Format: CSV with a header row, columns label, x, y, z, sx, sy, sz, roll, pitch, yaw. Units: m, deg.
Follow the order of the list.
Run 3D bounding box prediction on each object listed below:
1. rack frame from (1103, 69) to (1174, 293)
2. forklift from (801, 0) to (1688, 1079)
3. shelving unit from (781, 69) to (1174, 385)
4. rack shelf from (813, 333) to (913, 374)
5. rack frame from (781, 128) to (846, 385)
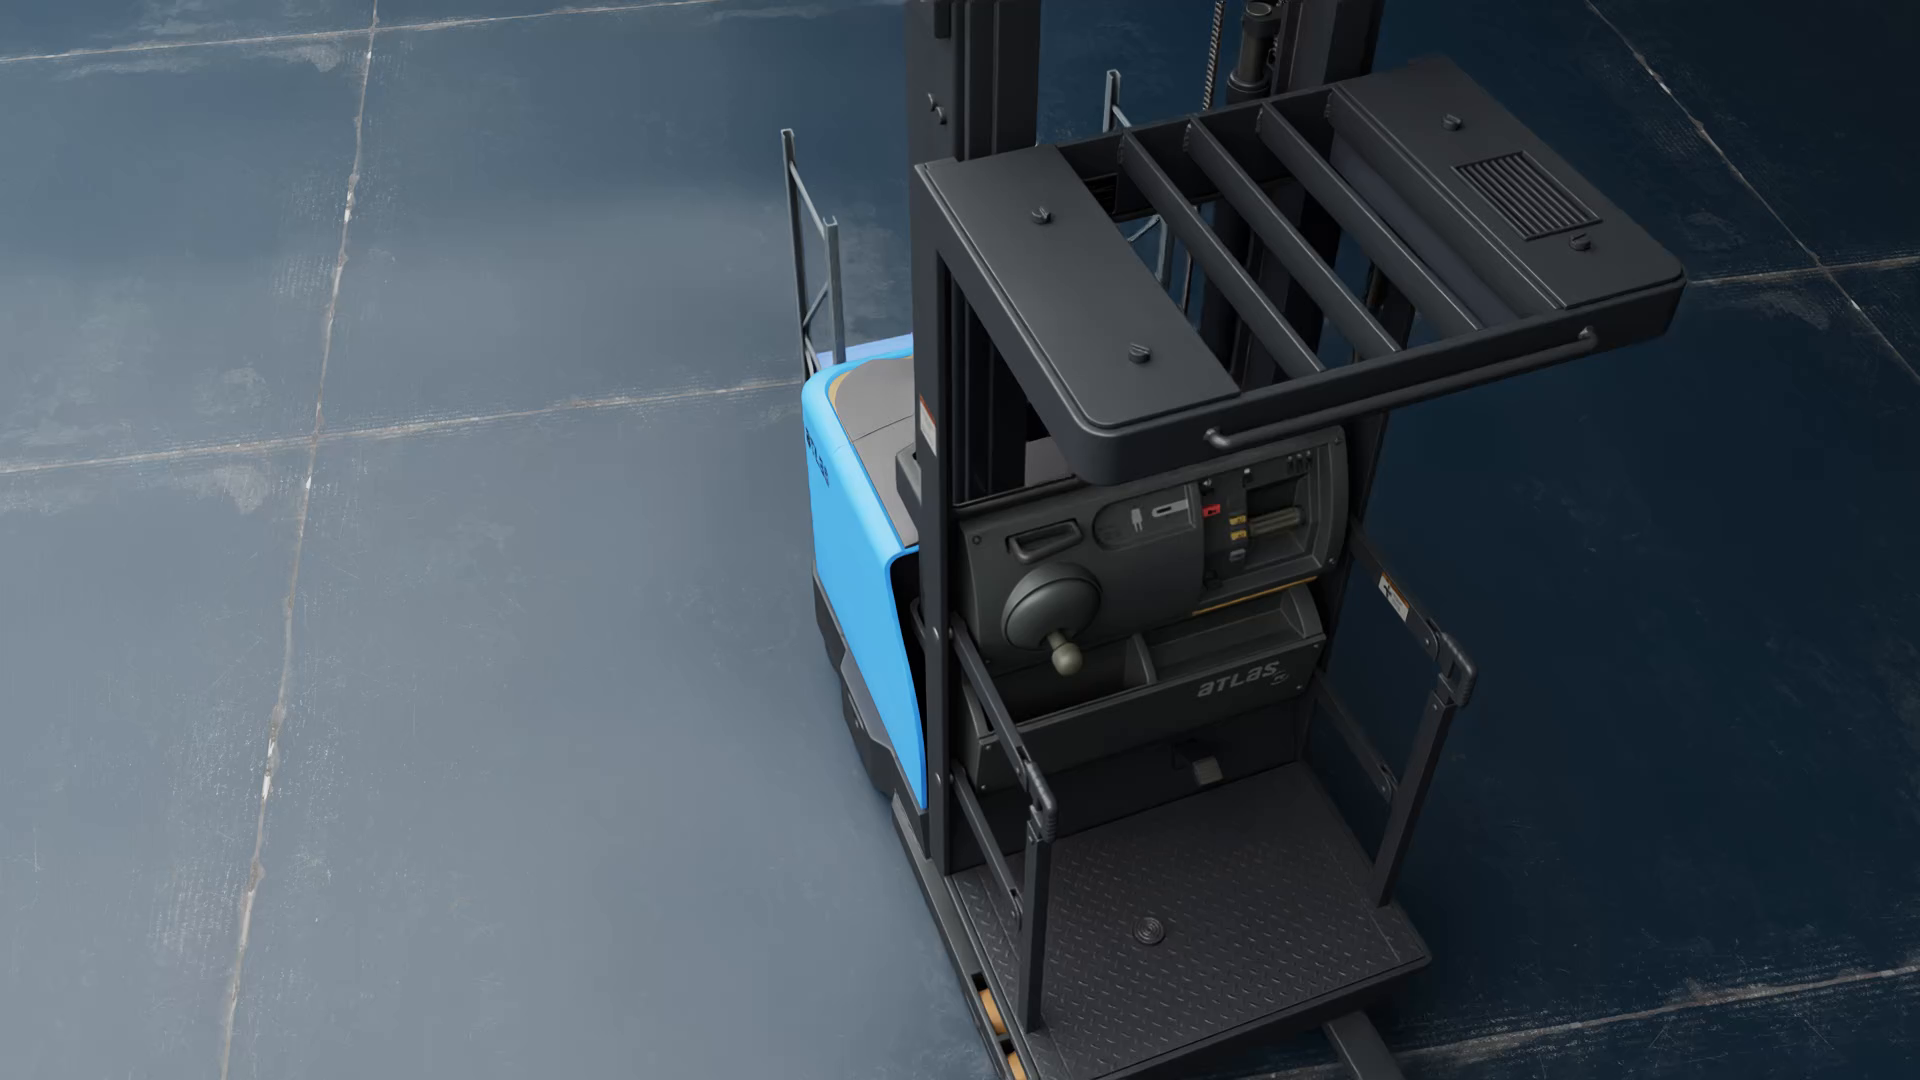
label,x,y,z,sx,sy,sz,roll,pitch,yaw
rack frame,0.539,-0.733,5.415,0.032,1.500,0.500,-14,48,-13
forklift,0.534,0.118,3.601,1.130,2.935,3.031,-15,48,-14
shelving unit,0.057,-0.616,5.302,1.048,1.500,0.538,-14,48,-13
rack shelf,0.057,-0.491,5.431,1.000,0.185,0.538,-14,48,-13
rack frame,-0.424,-0.498,5.189,0.032,1.500,0.500,-14,48,-13
